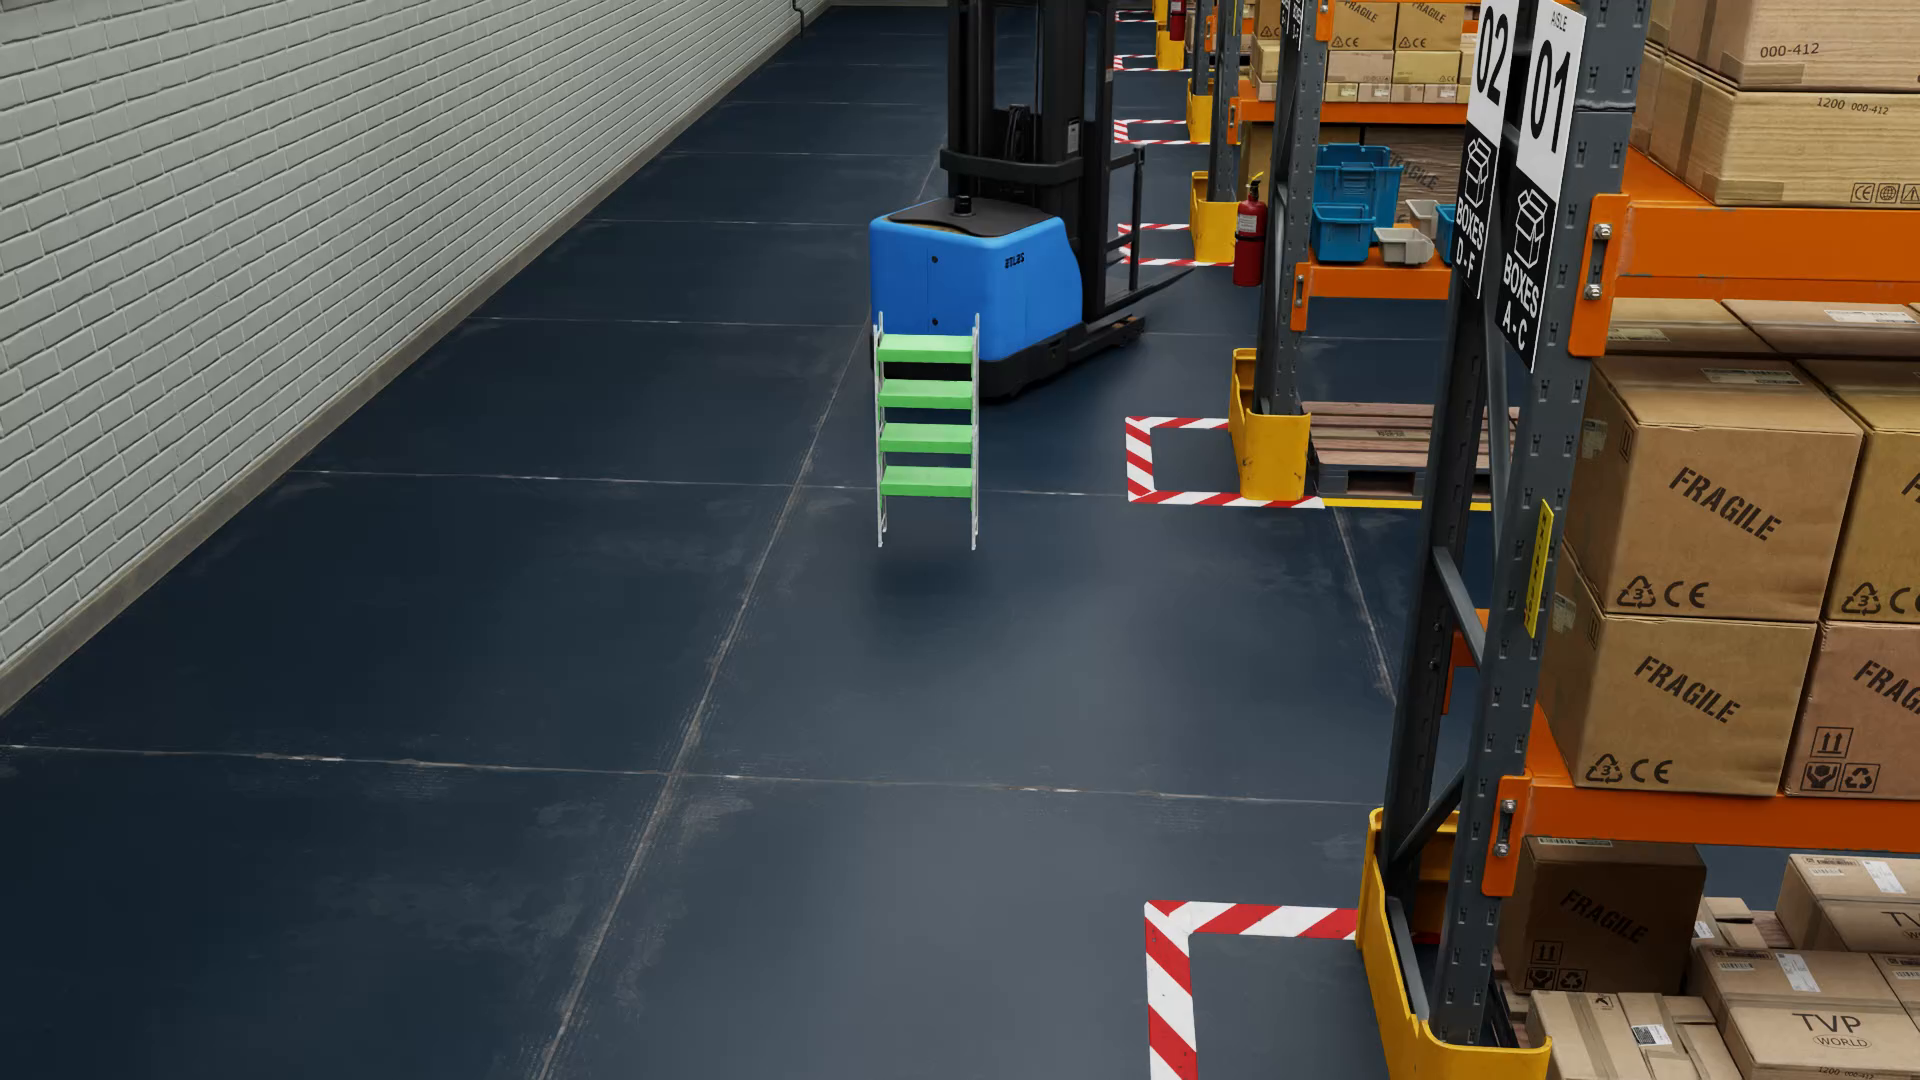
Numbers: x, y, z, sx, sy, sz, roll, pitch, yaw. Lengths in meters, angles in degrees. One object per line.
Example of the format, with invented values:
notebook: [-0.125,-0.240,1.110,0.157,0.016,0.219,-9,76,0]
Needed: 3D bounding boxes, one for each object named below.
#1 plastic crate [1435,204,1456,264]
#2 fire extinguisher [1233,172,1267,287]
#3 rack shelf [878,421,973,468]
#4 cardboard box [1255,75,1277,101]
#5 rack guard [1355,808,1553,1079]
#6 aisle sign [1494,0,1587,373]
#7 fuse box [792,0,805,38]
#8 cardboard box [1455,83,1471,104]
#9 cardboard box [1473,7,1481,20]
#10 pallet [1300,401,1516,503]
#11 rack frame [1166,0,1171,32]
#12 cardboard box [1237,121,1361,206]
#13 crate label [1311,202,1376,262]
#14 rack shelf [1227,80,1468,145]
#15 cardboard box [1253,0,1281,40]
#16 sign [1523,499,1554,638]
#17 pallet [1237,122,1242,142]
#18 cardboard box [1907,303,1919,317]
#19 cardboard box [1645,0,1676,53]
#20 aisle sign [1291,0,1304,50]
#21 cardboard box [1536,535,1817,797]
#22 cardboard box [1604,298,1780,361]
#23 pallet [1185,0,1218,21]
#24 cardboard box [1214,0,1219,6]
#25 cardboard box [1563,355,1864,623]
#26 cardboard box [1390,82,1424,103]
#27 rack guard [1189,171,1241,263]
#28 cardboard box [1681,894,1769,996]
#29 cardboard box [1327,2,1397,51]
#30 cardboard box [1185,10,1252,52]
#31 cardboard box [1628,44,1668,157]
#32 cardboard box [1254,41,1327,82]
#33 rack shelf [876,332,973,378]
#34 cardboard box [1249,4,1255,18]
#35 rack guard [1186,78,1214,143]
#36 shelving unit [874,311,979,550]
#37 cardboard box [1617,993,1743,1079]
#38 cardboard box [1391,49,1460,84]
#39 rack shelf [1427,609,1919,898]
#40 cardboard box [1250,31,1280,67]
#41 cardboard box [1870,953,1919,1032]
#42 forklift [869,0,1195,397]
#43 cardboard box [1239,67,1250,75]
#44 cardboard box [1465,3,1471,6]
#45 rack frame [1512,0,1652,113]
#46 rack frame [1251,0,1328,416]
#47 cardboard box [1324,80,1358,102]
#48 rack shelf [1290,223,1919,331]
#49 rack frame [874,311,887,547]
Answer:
plastic crate: [2.683,-1.613,8.796,0.300,0.233,0.416,2,25,4]
fire extinguisher: [1.690,-1.818,9.651,0.183,0.674,0.296,2,25,4]
rack shelf: [-0.165,-0.492,8.537,0.480,0.148,0.258,2,25,4]
cardboard box: [2.513,-3.629,13.350,0.250,0.149,0.380,2,25,5]
rack guard: [1.498,1.374,5.165,0.348,0.500,1.175,2,25,4]
aisle sign: [1.332,-0.824,3.843,0.004,0.787,0.394,2,25,4]
fuse box: [-2.374,-8.479,25.130,0.414,1.711,0.539,2,25,4]
cardboard box: [4.047,-3.581,13.244,0.250,0.149,0.380,1,25,3]
cardboard box: [5.572,-5.659,17.760,0.250,0.149,0.380,1,25,3]
pallet: [2.625,-0.519,9.625,1.213,0.211,1.003,2,25,4]
rack frame: [2.943,-8.023,22.597,0.127,3.000,1.000,2,25,4]
cardboard box: [2.829,-3.131,14.005,0.875,0.875,0.875,2,25,4]
crate label: [2.026,-1.634,8.842,0.303,0.233,0.416,2,25,4]
rack shelf: [4.179,-3.502,13.632,4.000,0.370,1.077,2,25,4]
cardboard box: [2.691,-4.394,13.637,0.500,0.500,0.500,2,25,5]
sign: [1.381,0.069,3.976,0.005,0.325,0.100,2,25,4]
pallet: [3.548,-4.646,18.595,1.213,0.211,1.003,2,25,4]
cardboard box: [2.908,-0.333,4.570,0.500,0.500,0.500,3,25,5]
cardboard box: [1.954,-1.375,4.143,0.500,0.250,0.500,2,25,4]
aisle sign: [1.711,-2.888,8.327,0.004,0.787,0.394,2,25,4]
cardboard box: [1.845,0.315,4.358,0.500,0.500,0.500,2,25,5]
cardboard box: [1.887,-0.364,4.636,0.500,0.500,0.500,2,25,4]
pallet: [4.190,-8.797,27.616,1.213,0.211,1.003,2,25,4]
cardboard box: [4.343,-8.898,27.408,0.250,0.149,0.380,1,25,2]
cardboard box: [1.845,-0.139,4.148,0.500,0.500,0.500,3,25,6]
cardboard box: [3.538,-3.597,13.280,0.250,0.149,0.380,1,25,3]
rack guard: [2.161,-2.758,14.145,0.348,0.500,1.175,2,25,4]
cardboard box: [2.380,1.289,5.224,0.250,0.166,0.380,2,25,4]
cardboard box: [3.141,-4.156,13.120,0.500,0.500,0.500,1,25,3]
cardboard box: [3.609,-7.070,23.089,0.875,0.438,0.875,1,25,2]
cardboard box: [1.955,-1.152,4.255,0.500,0.250,0.500,2,25,4]
cardboard box: [2.643,-3.832,13.312,0.500,0.250,0.500,1,25,3]
rack shelf: [-0.165,-0.928,8.337,0.480,0.148,0.258,2,25,4]
cardboard box: [3.220,-5.704,17.859,0.250,0.149,0.380,3,25,6]
rack guard: [2.741,-4.818,18.624,0.348,0.500,1.175,2,25,4]
shelving unit: [-0.165,-0.550,8.511,0.503,1.200,0.258,2,25,4]
cardboard box: [2.063,1.488,4.791,0.250,0.166,0.380,2,25,4]
cardboard box: [3.662,-3.800,13.244,0.500,0.250,0.500,1,25,2]
rack shelf: [3.417,0.627,4.659,4.000,0.370,1.077,2,25,4]
cardboard box: [2.688,-4.055,13.797,0.500,0.250,0.500,1,25,3]
cardboard box: [2.940,1.453,4.767,0.500,0.250,0.500,2,25,4]
forklift: [0.664,-2.794,11.317,1.130,2.935,3.031,16,29,32]
cardboard box: [3.212,-5.211,18.683,0.250,0.149,0.380,2,25,5]
cardboard box: [5.136,-5.940,17.596,0.500,0.500,0.500,2,25,4]
rack frame: [1.423,-2.489,3.394,0.127,3.000,1.000,2,25,4]
rack frame: [1.805,-1.828,9.134,0.127,3.000,1.000,2,25,4]
cardboard box: [3.025,-3.614,13.316,0.250,0.149,0.380,1,25,3]
rack shelf: [3.800,-1.437,9.146,4.000,0.370,1.077,2,25,4]
rack frame: [-0.408,-0.558,8.528,0.015,1.200,0.240,2,25,4]
